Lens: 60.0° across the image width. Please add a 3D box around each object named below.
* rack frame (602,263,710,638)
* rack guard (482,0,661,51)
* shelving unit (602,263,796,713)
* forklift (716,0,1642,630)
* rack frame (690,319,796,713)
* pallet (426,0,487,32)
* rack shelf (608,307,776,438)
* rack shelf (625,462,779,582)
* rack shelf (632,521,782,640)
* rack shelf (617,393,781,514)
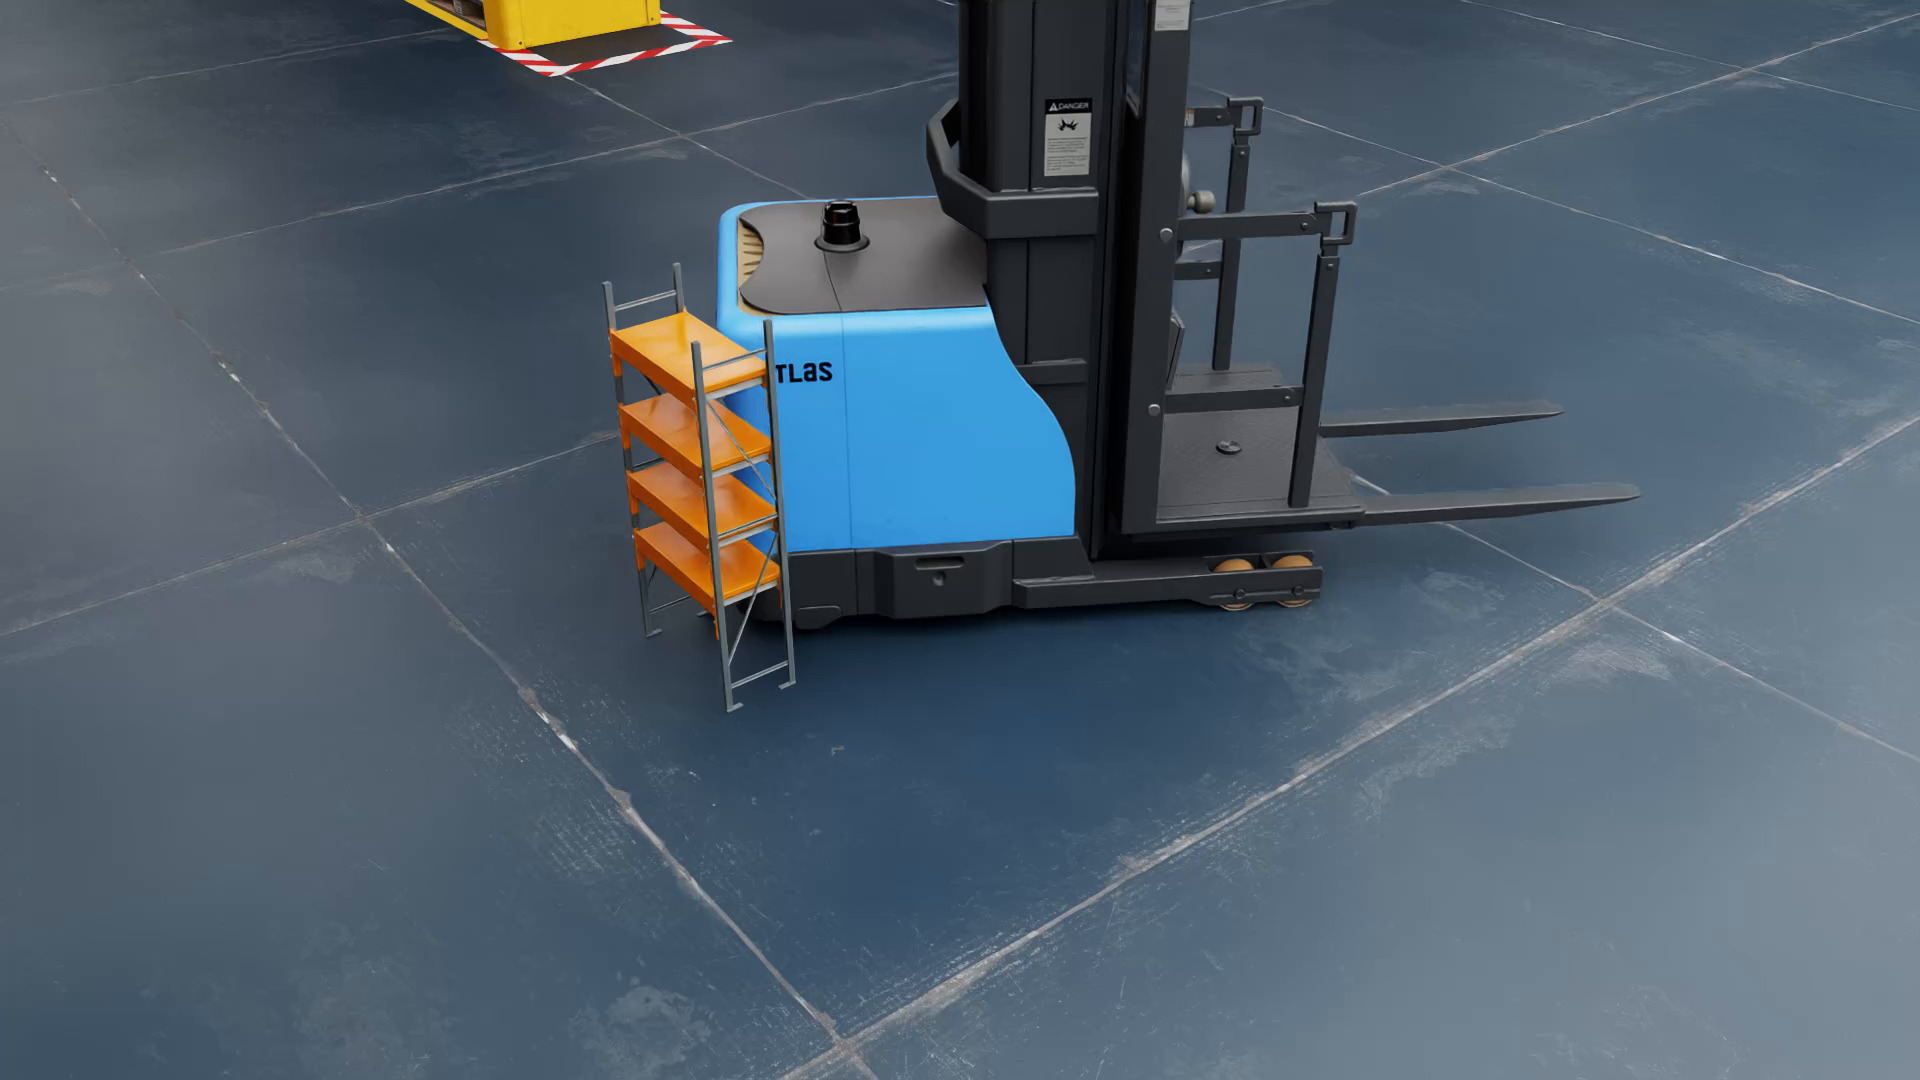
[{"bbox_3d":[-0.897,-0.242,5.002,0.240,1.200,0.015,-22,38,-31],"label":"rack frame"},{"bbox_3d":[-2.612,-3.676,11.195,1.175,0.500,0.348,-22,38,-31],"label":"rack guard"},{"bbox_3d":[-0.748,-0.140,4.838,0.258,1.200,0.503,-22,38,-31],"label":"shelving unit"},{"bbox_3d":[0.745,-1.290,5.049,3.031,2.935,1.130,-3,32,-6],"label":"forklift"},{"bbox_3d":[-0.598,-0.038,4.675,0.240,1.200,0.015,-22,38,-31],"label":"rack frame"},{"bbox_3d":[-3.106,-3.894,11.819,1.003,0.211,1.213,-22,38,-31],"label":"pallet"},{"bbox_3d":[-0.748,-0.474,4.631,0.258,0.148,0.480,-22,38,-31],"label":"rack shelf"},{"bbox_3d":[-0.748,-0.083,4.874,0.258,0.148,0.480,-22,38,-31],"label":"rack shelf"},{"bbox_3d":[-0.748,0.086,4.979,0.258,0.148,0.480,-22,38,-31],"label":"rack shelf"},{"bbox_3d":[-0.748,-0.273,4.756,0.258,0.148,0.480,-22,38,-31],"label":"rack shelf"}]
